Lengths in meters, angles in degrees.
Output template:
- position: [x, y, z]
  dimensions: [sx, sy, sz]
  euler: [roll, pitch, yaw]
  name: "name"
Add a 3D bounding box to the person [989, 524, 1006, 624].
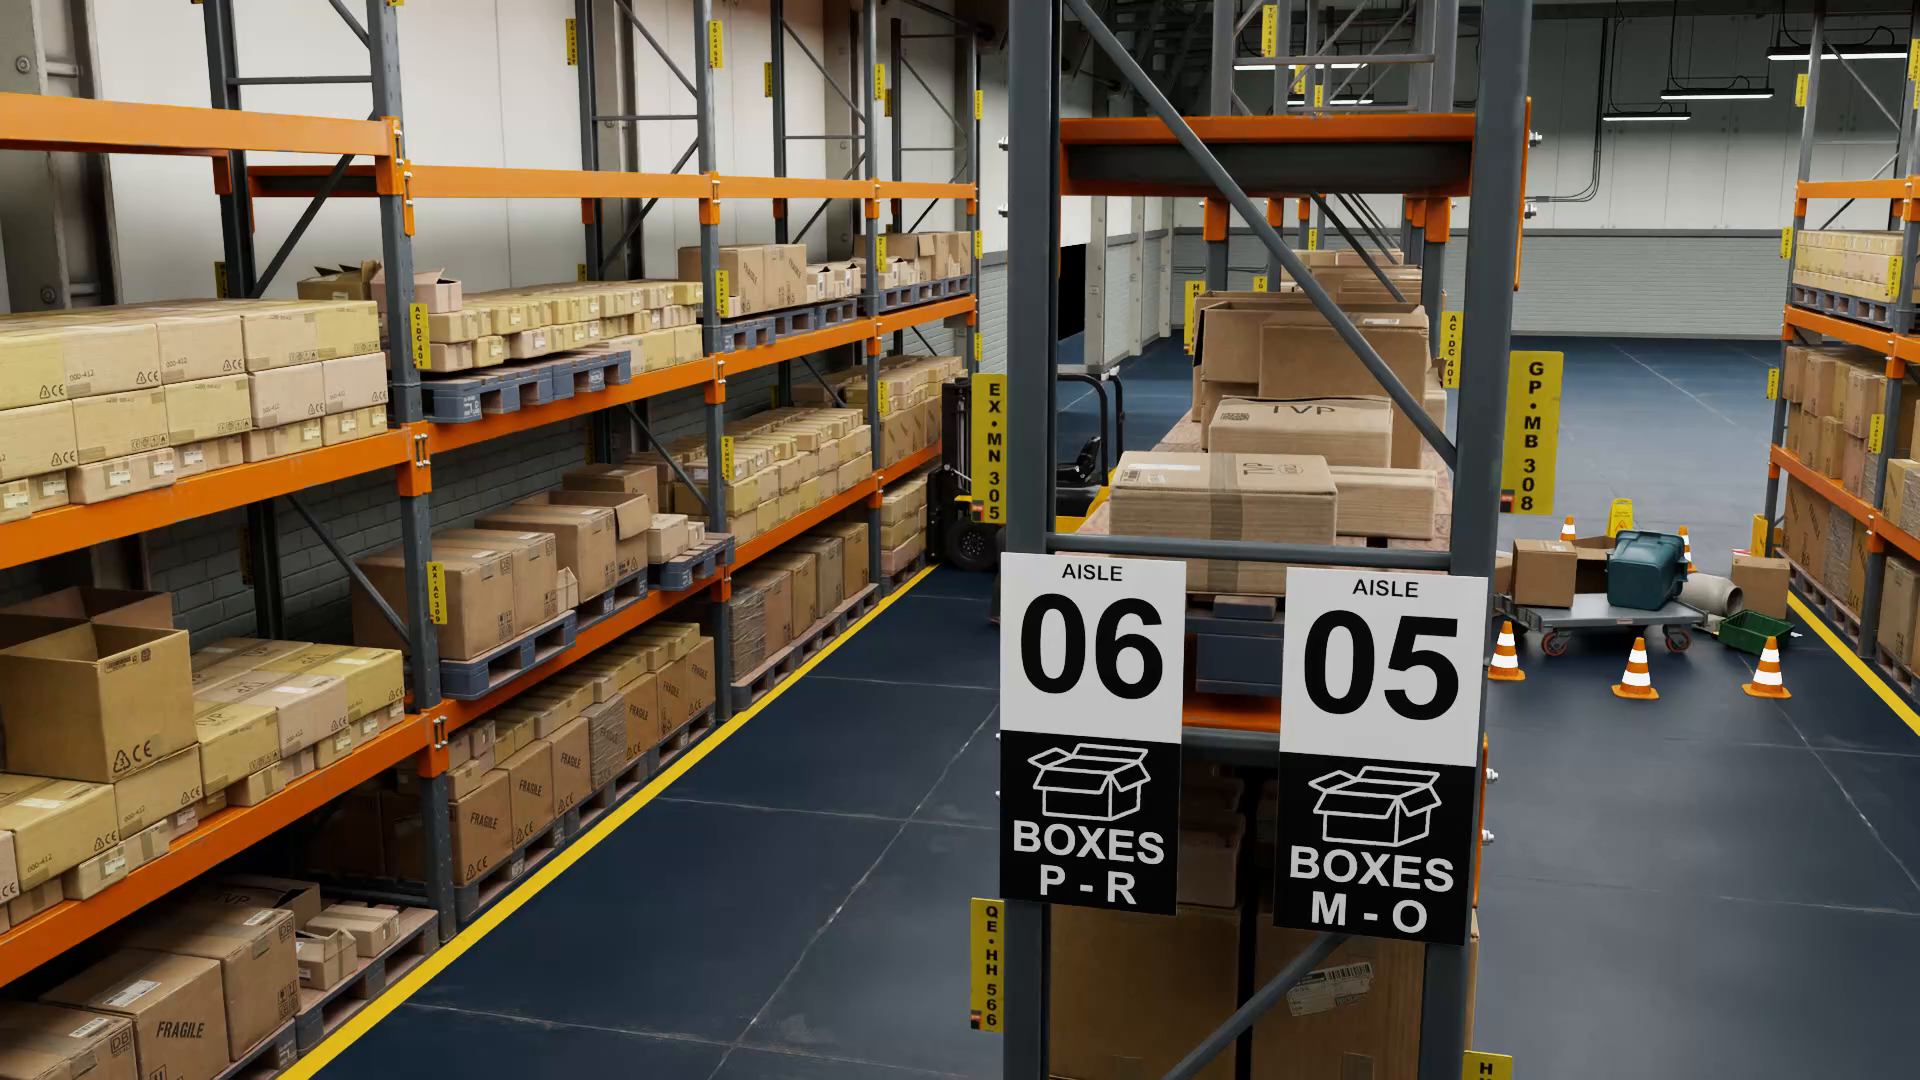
- position: [0.513, 0.018, 15.400]
  dimensions: [0.530, 1.694, 0.465]
  euler: [6, 13, 28]
  name: "person"
